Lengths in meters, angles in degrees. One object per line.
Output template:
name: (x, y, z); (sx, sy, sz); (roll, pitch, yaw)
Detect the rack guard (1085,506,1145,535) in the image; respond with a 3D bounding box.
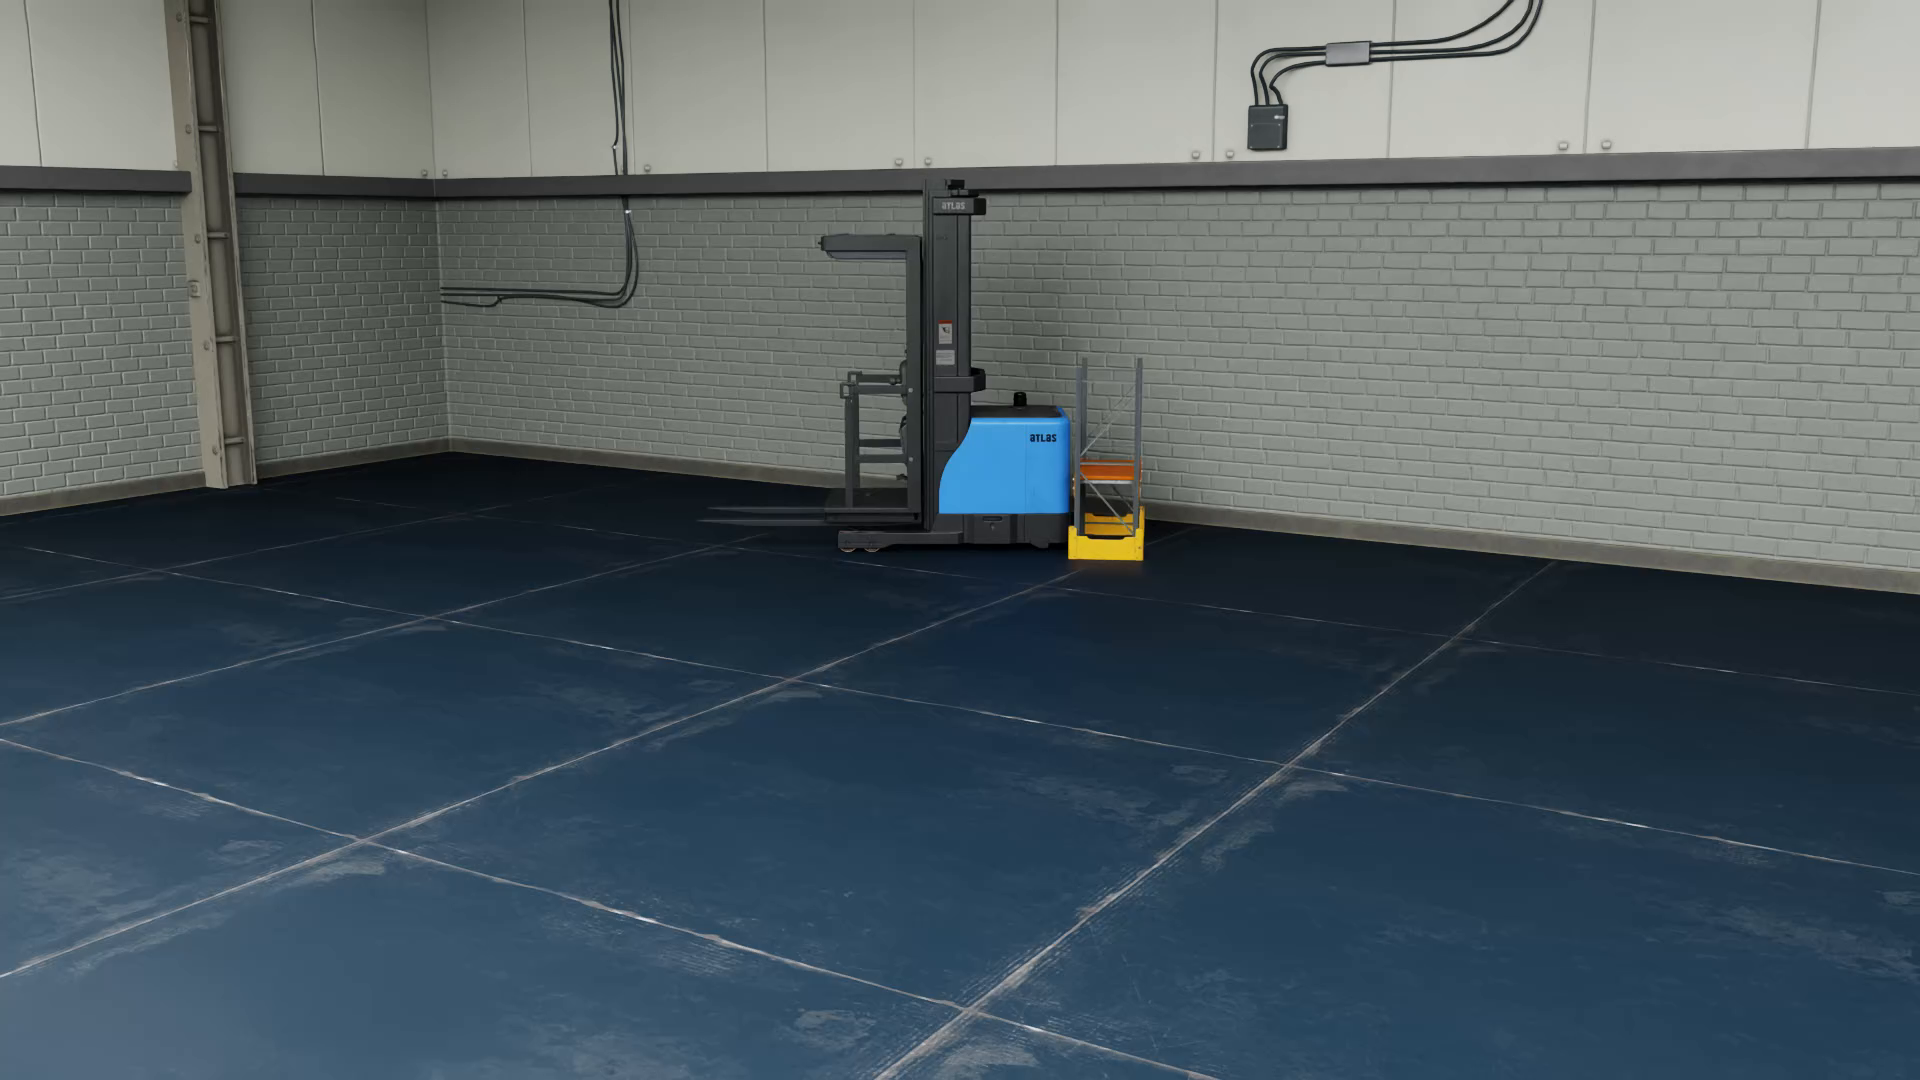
rack guard: (1.261, -0.158, 14.031); (0.587, 0.250, 0.087); (1, 11, 7)

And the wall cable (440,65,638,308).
wall cable: (-4.726, -3.792, 18.107); (3.097, 2.526, 0.112); (6, 12, 31)

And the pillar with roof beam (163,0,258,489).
pillar with roof beam: (-3.706, -4.570, 13.825); (9.100, 9.000, 0.400); (6, 12, 31)

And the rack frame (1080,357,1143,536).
rack frame: (1.264, -0.775, 13.935); (0.500, 1.500, 0.032); (1, 11, 7)

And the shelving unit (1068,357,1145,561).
shelving unit: (1.204, -0.681, 13.430); (0.587, 1.500, 1.083); (1, 11, 7)

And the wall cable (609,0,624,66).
wall cable: (-2.413, -6.016, 16.262); (3.097, 2.526, 0.112); (6, 12, 31)

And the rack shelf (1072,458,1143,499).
rack shelf: (1.205, -0.506, 13.472); (0.538, 0.185, 1.000); (1, 11, 7)

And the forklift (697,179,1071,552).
forklift: (-0.623, -1.440, 13.596); (3.031, 2.935, 1.130); (0, 11, 0)

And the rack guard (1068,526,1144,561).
rack guard: (1.146, 0.025, 13.058); (0.587, 0.250, 0.087); (1, 11, 7)

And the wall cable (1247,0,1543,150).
wall cable: (3.380, -6.080, 12.651); (2.305, 6.003, 0.169); (6, 12, 31)

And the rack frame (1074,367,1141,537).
rack frame: (1.146, -0.590, 12.942); (0.500, 1.500, 0.032); (1, 11, 7)
